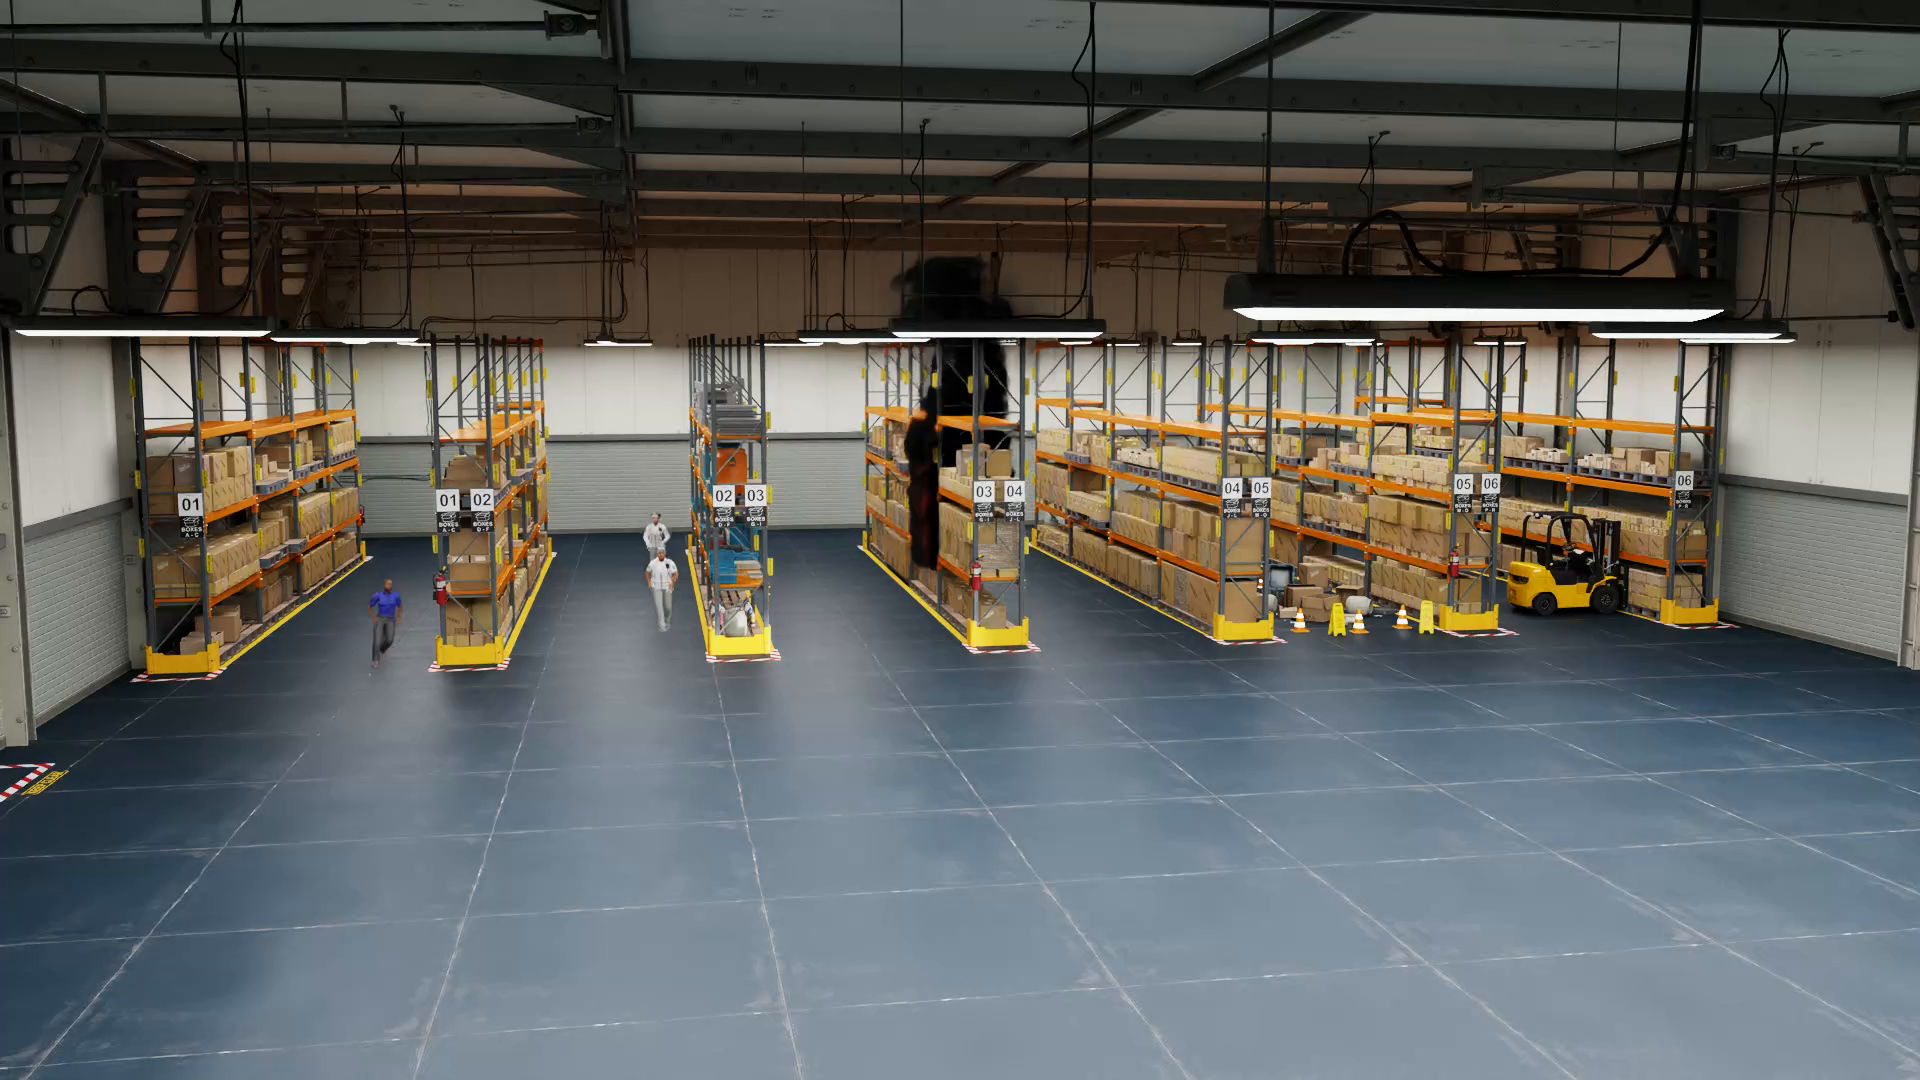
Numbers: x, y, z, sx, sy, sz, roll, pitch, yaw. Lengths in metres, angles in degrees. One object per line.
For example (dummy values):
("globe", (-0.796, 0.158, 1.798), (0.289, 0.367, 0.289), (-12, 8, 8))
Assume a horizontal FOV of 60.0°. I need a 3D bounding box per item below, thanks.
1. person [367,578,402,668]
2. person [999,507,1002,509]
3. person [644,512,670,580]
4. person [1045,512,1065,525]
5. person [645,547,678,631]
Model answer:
("person", (-10.397, 1.495, 30.128), (0.632, 1.601, 0.501), (-3, 7, -28))
("person", (1.037, -0.624, 48.627), (0.710, 1.585, 0.609), (3, 7, 23))
("person", (-7.064, 0.183, 38.675), (0.582, 1.677, 0.535), (-1, 7, -7))
("person", (2.873, -0.853, 49.705), (0.929, 1.845, 0.666), (-3, 7, -22))
("person", (-5.769, 0.936, 32.184), (0.636, 1.645, 0.599), (-1, 7, -8))
